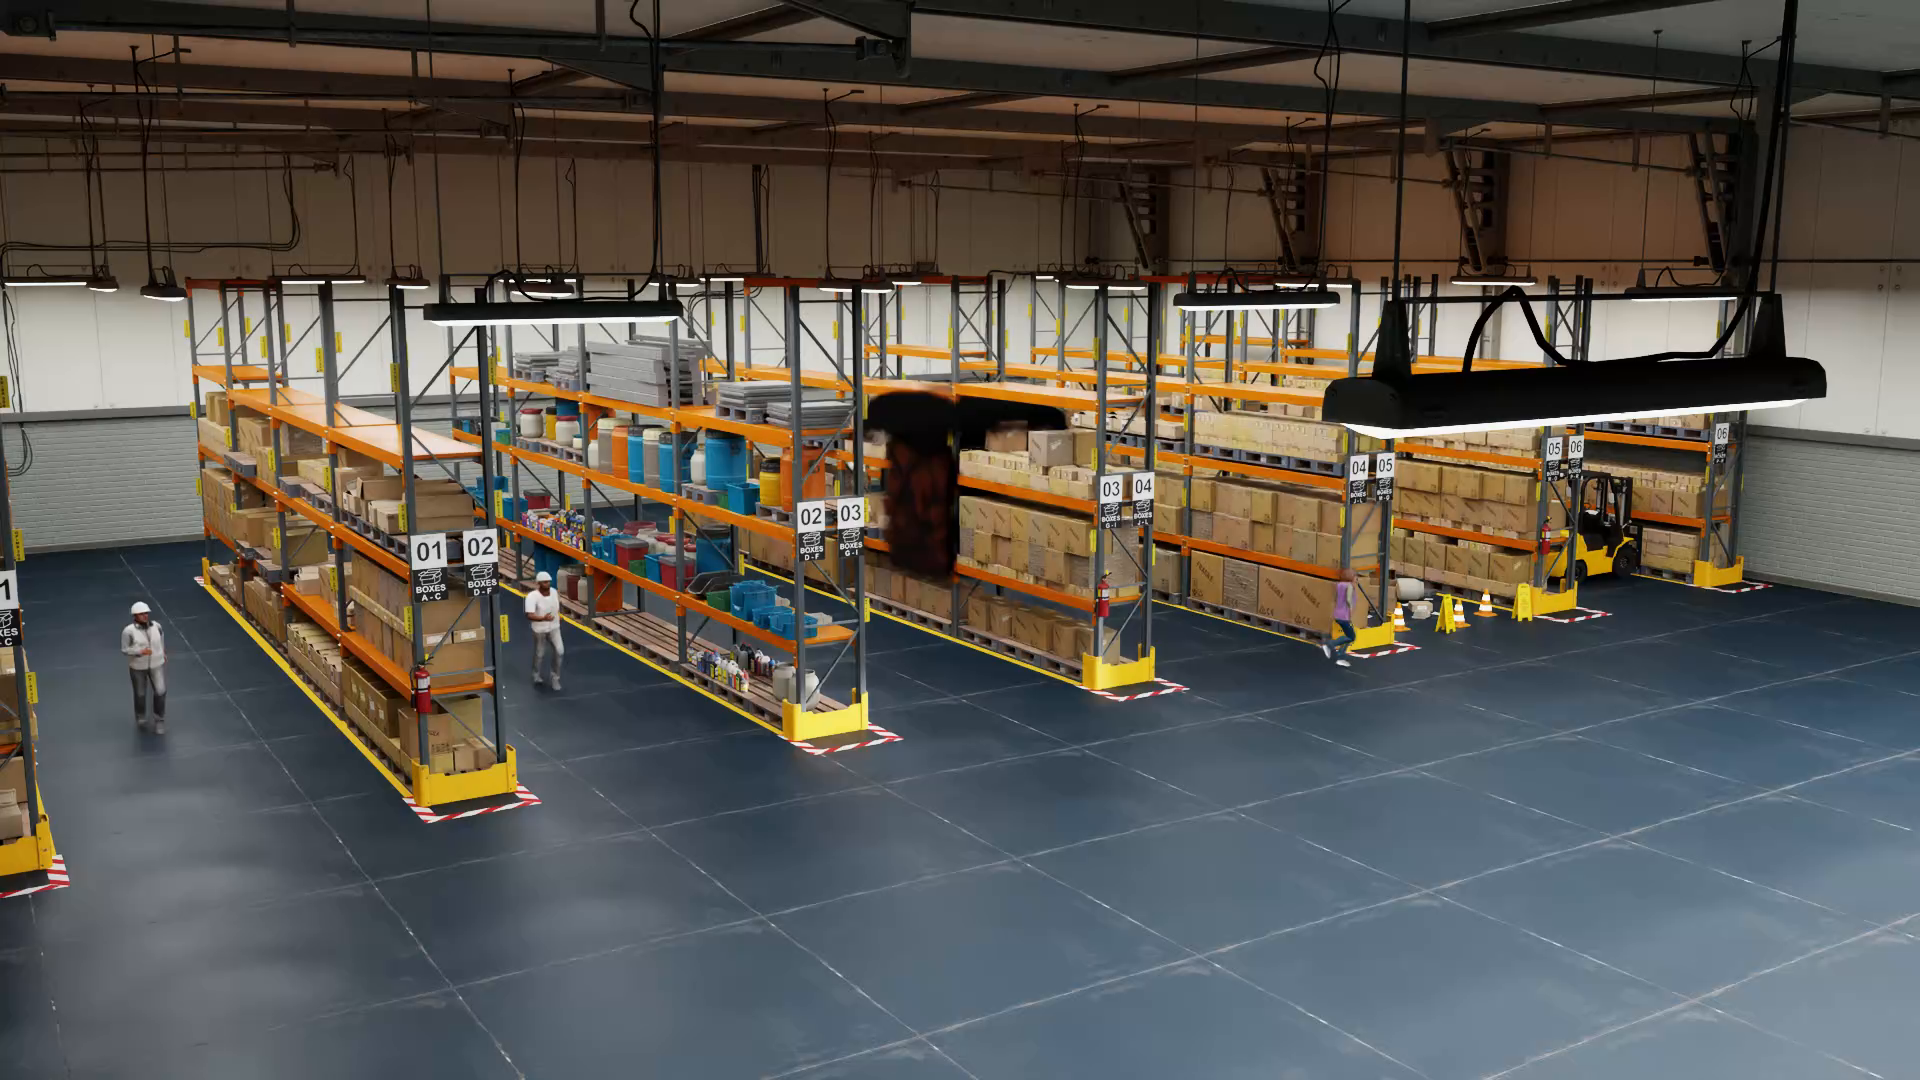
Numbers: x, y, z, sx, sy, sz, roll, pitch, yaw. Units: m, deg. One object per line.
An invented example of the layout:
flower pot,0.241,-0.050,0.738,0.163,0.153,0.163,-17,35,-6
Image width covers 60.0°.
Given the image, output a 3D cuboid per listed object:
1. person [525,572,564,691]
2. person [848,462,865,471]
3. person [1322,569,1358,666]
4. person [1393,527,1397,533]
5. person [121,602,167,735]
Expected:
person,-6.146,1.356,24.676,0.651,1.811,0.834,-7,12,-38
person,-2.554,-1.487,41.902,0.627,1.700,0.668,9,13,41
person,5.983,1.223,26.153,0.565,1.552,0.544,-1,10,-8
person,9.305,-0.402,35.491,0.566,1.617,0.788,-7,12,-37
person,-10.984,1.730,22.436,0.596,1.825,0.834,-7,12,-37
